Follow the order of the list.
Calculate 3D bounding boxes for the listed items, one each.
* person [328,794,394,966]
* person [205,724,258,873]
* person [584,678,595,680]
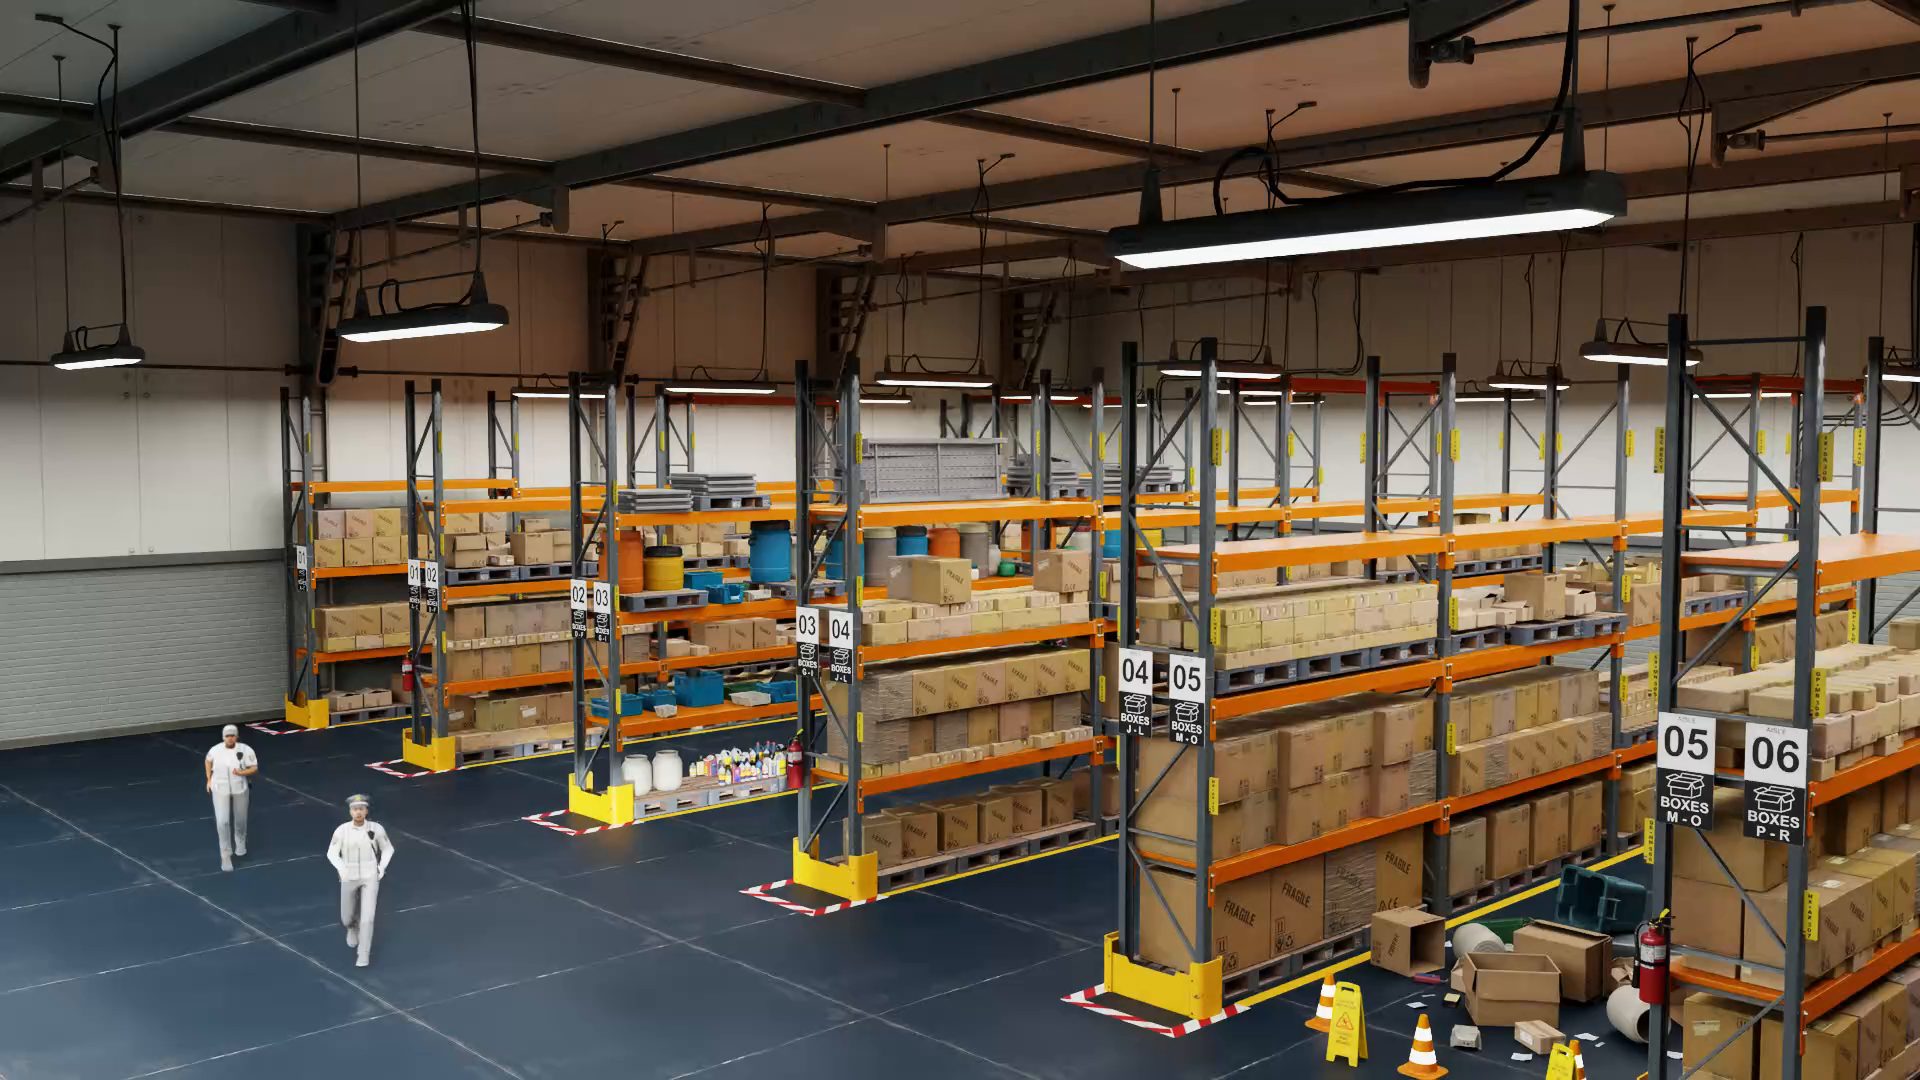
[{"bbox_3d":[-5.867,3.298,16.301,0.617,1.643,0.596,-1,4,-18],"label":"person"},{"bbox_3d":[-8.735,3.048,19.963,0.580,1.711,0.855,-2,4,-24],"label":"person"},{"bbox_3d":[-6.514,2.400,29.749,0.634,1.790,0.892,3,5,42],"label":"person"}]
